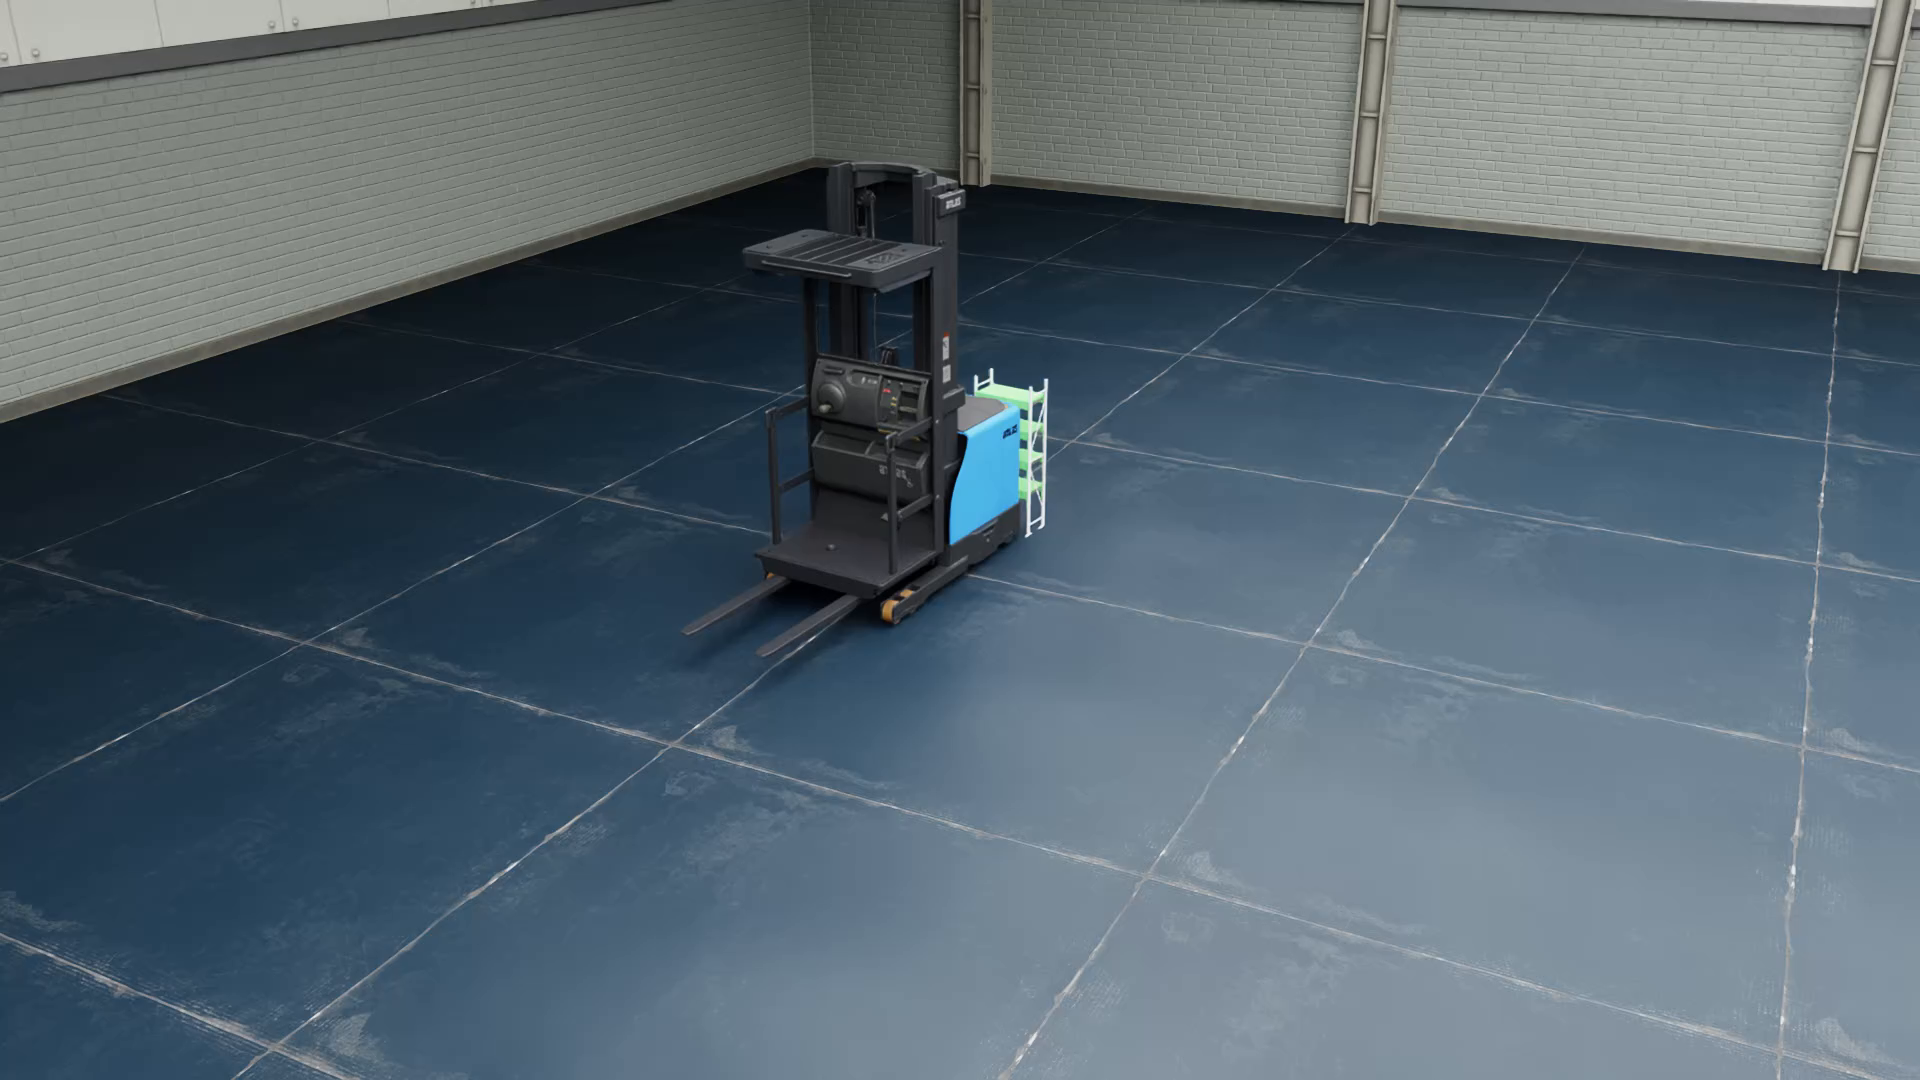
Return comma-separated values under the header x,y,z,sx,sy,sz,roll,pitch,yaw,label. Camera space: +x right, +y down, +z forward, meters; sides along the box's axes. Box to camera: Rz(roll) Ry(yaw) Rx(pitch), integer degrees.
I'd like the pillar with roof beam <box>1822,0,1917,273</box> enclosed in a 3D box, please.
x,y,z,sx,sy,sz,roll,pitch,yaw,label
9.003,-6.010,15.383,0.400,9.000,9.100,11,25,25,pillar with roof beam

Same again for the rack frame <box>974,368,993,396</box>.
x,y,z,sx,sy,sz,roll,pitch,yaw,label
0.180,-0.728,12.929,0.015,1.200,0.240,15,27,31,rack frame

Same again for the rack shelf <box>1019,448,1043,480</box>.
x,y,z,sx,sy,sz,roll,pitch,yaw,label
0.383,-0.617,12.830,0.480,0.148,0.258,15,27,31,rack shelf

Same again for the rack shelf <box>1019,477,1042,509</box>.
x,y,z,sx,sy,sz,roll,pitch,yaw,label
0.383,-0.396,12.924,0.480,0.148,0.258,15,27,31,rack shelf

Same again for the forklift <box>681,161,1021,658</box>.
x,y,z,sx,sy,sz,roll,pitch,yaw,label
-0.736,-0.981,11.312,1.130,2.935,3.031,14,27,29,forklift

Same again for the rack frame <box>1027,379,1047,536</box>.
x,y,z,sx,sy,sz,roll,pitch,yaw,label
0.586,-0.623,12.681,0.015,1.200,0.240,15,27,31,rack frame

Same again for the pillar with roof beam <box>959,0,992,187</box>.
x,y,z,sx,sy,sz,roll,pitch,yaw,label
-1.706,-8.129,20.365,0.400,9.000,9.100,11,25,25,pillar with roof beam

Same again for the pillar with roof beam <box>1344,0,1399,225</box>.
x,y,z,sx,sy,sz,roll,pitch,yaw,label
3.648,-7.069,17.874,0.400,9.000,9.100,11,25,25,pillar with roof beam

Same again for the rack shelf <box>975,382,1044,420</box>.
x,y,z,sx,sy,sz,roll,pitch,yaw,label
0.383,-1.059,12.642,0.480,0.148,0.258,15,27,31,rack shelf

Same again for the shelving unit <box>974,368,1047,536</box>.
x,y,z,sx,sy,sz,roll,pitch,yaw,label
0.383,-0.676,12.805,0.503,1.200,0.258,15,27,31,shelving unit

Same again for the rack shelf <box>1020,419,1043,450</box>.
x,y,z,sx,sy,sz,roll,pitch,yaw,label
0.383,-0.838,12.736,0.480,0.148,0.258,15,27,31,rack shelf
